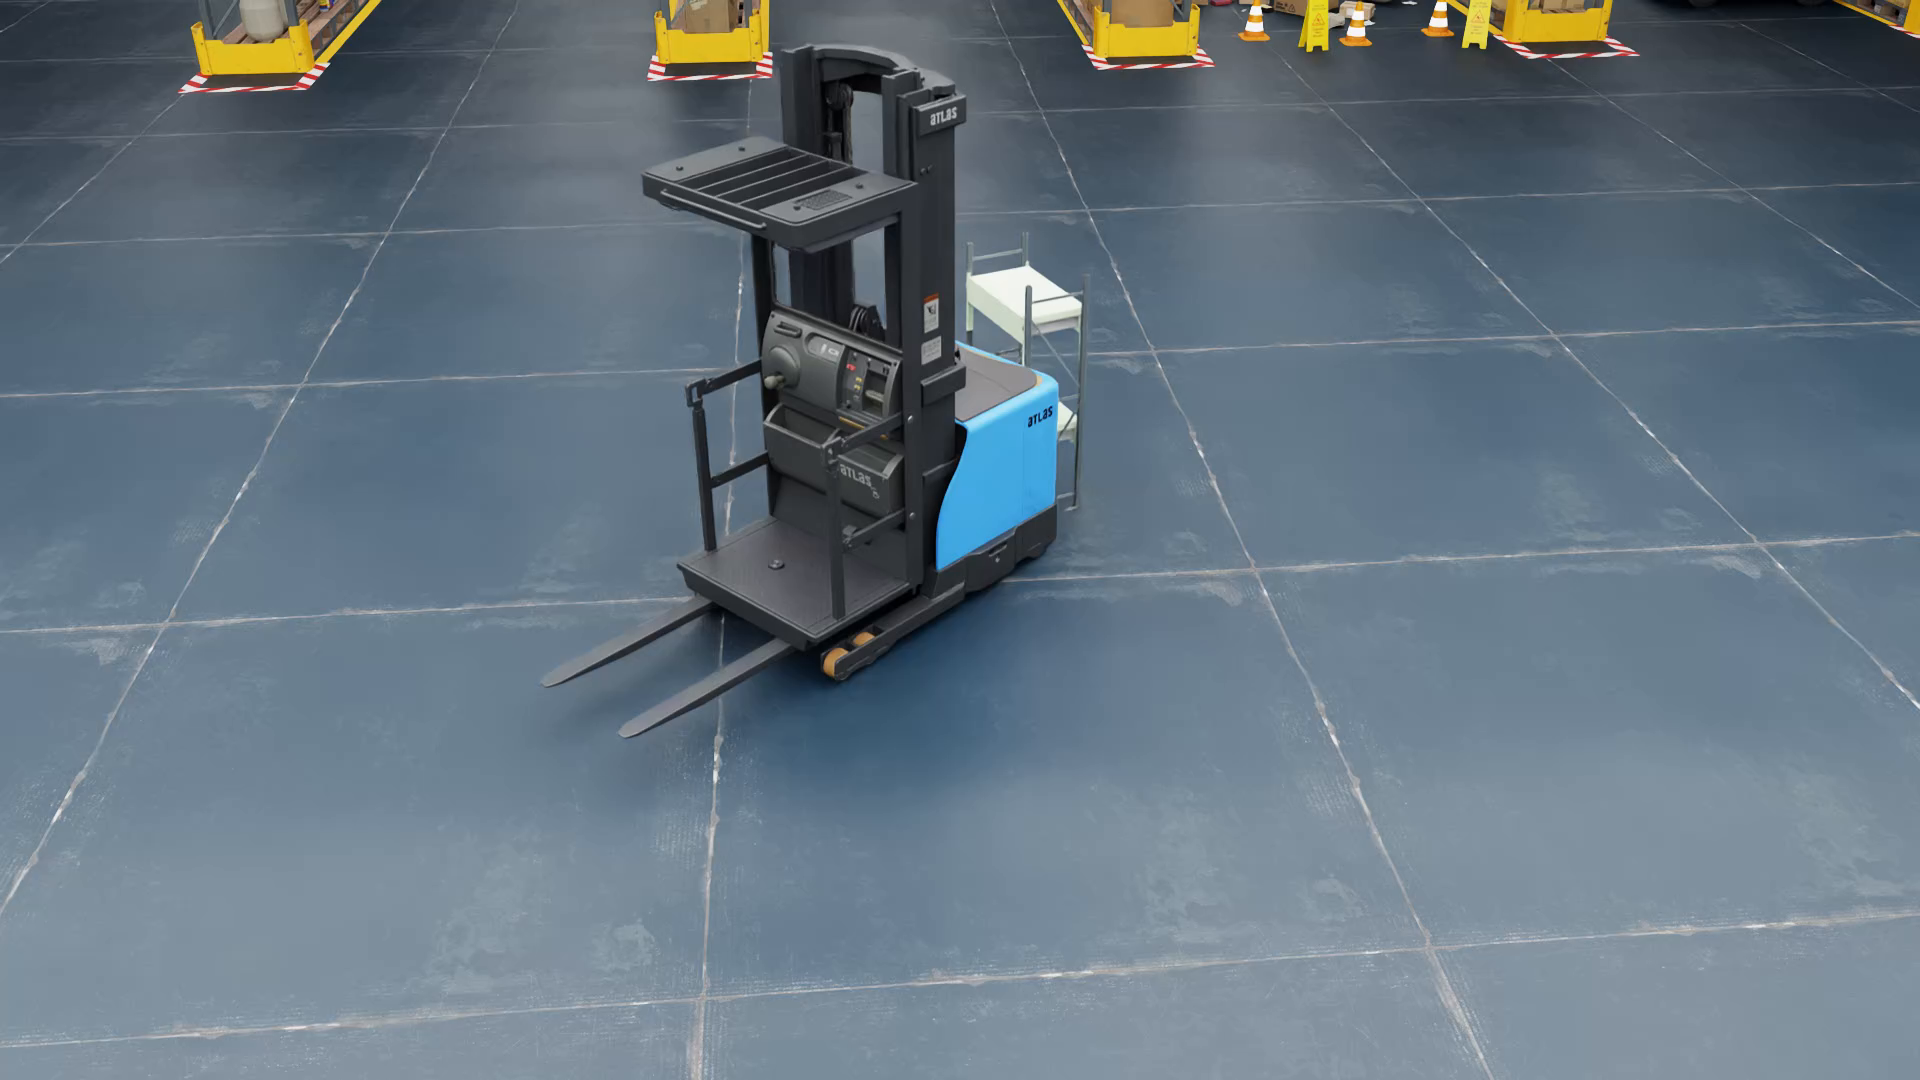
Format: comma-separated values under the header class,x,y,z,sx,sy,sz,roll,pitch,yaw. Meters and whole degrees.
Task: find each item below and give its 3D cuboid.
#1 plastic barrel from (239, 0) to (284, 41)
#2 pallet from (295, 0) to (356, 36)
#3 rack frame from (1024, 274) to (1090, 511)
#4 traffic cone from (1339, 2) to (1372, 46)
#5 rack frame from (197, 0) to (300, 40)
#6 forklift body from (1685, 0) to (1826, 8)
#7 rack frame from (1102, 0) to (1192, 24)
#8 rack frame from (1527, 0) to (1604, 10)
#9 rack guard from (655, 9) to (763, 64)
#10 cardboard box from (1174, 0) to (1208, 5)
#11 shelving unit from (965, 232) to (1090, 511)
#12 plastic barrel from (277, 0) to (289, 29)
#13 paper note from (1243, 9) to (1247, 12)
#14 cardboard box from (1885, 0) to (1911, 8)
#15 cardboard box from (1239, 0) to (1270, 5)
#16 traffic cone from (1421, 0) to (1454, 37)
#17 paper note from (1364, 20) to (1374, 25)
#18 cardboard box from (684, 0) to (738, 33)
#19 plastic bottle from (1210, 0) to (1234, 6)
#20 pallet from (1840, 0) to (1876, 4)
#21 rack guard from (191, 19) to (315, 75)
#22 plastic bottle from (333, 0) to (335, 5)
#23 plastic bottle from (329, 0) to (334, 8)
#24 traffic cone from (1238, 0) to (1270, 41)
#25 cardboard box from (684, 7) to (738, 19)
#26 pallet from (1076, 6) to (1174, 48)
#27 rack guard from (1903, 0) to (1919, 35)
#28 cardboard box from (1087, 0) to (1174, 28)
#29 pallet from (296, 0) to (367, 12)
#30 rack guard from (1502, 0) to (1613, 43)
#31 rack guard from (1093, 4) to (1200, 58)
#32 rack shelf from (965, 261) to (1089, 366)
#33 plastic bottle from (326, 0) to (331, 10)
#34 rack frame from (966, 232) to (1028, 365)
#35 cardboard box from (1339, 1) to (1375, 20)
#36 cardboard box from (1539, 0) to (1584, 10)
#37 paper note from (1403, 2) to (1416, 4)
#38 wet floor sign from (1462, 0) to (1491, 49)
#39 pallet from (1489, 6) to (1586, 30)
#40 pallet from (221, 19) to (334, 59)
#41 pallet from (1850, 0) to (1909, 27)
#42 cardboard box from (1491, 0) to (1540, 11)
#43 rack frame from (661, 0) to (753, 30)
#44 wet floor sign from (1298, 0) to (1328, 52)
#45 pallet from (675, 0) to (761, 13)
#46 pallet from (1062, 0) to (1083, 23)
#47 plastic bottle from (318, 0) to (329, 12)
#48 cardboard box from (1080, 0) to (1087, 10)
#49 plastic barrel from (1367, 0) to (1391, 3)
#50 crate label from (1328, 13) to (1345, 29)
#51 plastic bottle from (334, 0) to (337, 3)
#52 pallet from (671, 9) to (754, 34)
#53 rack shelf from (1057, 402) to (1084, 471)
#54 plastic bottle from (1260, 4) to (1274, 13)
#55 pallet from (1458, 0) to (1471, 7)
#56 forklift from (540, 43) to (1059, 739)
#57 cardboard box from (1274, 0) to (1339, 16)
class,x,y,z,sx,sy,sz,roll,pitch,yaw
plastic barrel,-7.892,-5.934,18.776,0.421,0.512,0.421,0,31,0
pallet,-7.990,-6.365,20.201,1.003,0.211,1.213,-3,31,-5
rack frame,0.544,-0.799,9.626,0.400,1.500,0.023,-14,34,-22
traffic cone,4.645,-6.043,19.417,0.336,0.463,0.334,-3,31,-5
rack frame,-7.755,-6.490,17.690,1.000,3.000,0.127,-3,31,-5
forklift body,9.991,-7.958,20.975,2.313,2.155,1.214,-3,31,-5
rack frame,2.124,-6.913,18.398,1.000,3.000,0.127,-3,31,-5
rack frame,7.043,-7.202,18.882,1.000,3.000,0.127,-3,31,-5
rack guard,-2.831,-5.692,18.793,1.175,0.500,0.348,-3,31,-5
cardboard box,2.917,-7.140,21.213,0.500,0.500,0.500,2,31,4
shelving unit,0.382,-0.968,9.907,0.431,1.500,0.755,-14,34,-22
plastic barrel,-7.939,-6.190,19.205,0.421,0.512,0.421,0,31,0
paper note,3.565,-6.647,20.868,0.032,0.001,0.123,13,33,21
cardboard box,11.626,-6.666,20.257,0.500,0.250,0.500,-3,31,-4
cardboard box,3.745,-6.992,21.197,0.396,0.266,0.258,2,31,4
traffic cone,5.719,-6.270,19.796,0.336,0.463,0.334,-3,31,-5
paper note,4.973,-6.314,20.291,0.148,0.019,0.142,-14,33,-22
cardboard box,-2.865,-6.154,19.155,0.500,0.500,0.500,3,31,5
plastic bottle,3.336,-6.843,21.146,0.283,0.061,0.133,-14,33,-22
pallet,11.761,-7.254,21.689,1.003,0.211,1.213,-3,31,-5
rack guard,-7.809,-5.453,18.392,1.175,0.500,0.348,-3,31,-5
plastic bottle,-7.646,-6.623,20.144,0.097,0.271,0.097,0,31,0
plastic bottle,-7.617,-6.569,20.043,0.061,0.283,0.133,-2,31,-4
traffic cone,3.489,-6.163,19.617,0.336,0.463,0.334,-3,31,-5
cardboard box,-2.955,-6.457,19.663,0.500,0.500,0.500,5,31,8
pallet,1.972,-6.120,19.791,1.003,0.211,1.213,-3,31,-5
rack guard,11.987,-6.356,19.903,1.175,0.500,0.348,-3,31,-5
cardboard box,1.995,-6.524,19.410,0.875,0.875,0.875,-3,31,-4
pallet,-8.107,-6.990,21.246,1.003,0.211,1.213,-3,31,-5
rack guard,7.036,-6.167,19.588,1.175,0.500,0.348,-3,31,-5
rack guard,2.127,-5.827,19.019,1.175,0.500,0.348,-3,31,-5
rack shelf,0.382,-1.303,9.707,0.431,0.370,0.720,-14,34,-22
plastic bottle,-7.624,-6.471,19.957,0.097,0.201,0.097,0,31,0
rack frame,0.220,-1.136,10.189,0.400,1.500,0.023,-14,34,-22
cardboard box,4.910,-6.550,20.570,0.380,0.149,0.250,13,33,21
cardboard box,7.243,-6.627,20.191,0.500,0.250,0.500,-3,31,-5
paper note,5.735,-6.848,21.185,0.142,0.019,0.148,-14,33,-22
wet floor sign,5.996,-6.043,19.237,0.267,0.644,0.232,8,32,13
pallet,6.995,-6.460,20.359,1.003,0.211,1.213,-3,31,-5
pallet,-7.879,-5.744,19.161,1.003,0.211,1.213,-3,31,-5
pallet,11.872,-6.633,20.648,1.003,0.211,1.213,-3,31,-5
cardboard box,6.698,-6.614,20.169,0.500,0.250,0.500,-3,31,-5
rack frame,-2.823,-6.727,18.087,1.000,3.000,0.127,-3,31,-5
wet floor sign,4.098,-5.982,19.136,0.267,0.644,0.232,-8,32,-13
pallet,-2.982,-6.606,20.604,1.003,0.211,1.213,-3,31,-5
pallet,1.861,-6.742,20.831,1.003,0.211,1.213,-3,31,-5
plastic bottle,-7.614,-6.448,19.851,0.097,0.271,0.097,0,31,0
cardboard box,1.911,-6.973,20.162,0.875,0.875,0.875,-3,31,-5
plastic barrel,5.343,-7.078,21.186,0.512,0.421,0.421,20,36,29
crate label,4.510,-6.302,20.167,0.250,0.136,0.298,-20,36,-30
plastic bottle,-7.655,-6.674,20.230,0.097,0.271,0.097,0,31,0
pallet,-2.871,-5.985,19.564,1.003,0.211,1.213,-3,31,-5
rack shelf,0.382,-0.688,10.075,0.431,0.370,0.720,-14,34,-22
plastic bottle,3.806,-6.677,20.869,0.133,0.061,0.283,-14,33,-22
pallet,6.885,-7.081,21.399,1.003,0.211,1.213,-3,31,-5
forklift,-0.800,-0.831,8.282,1.130,2.935,3.031,25,39,35
cardboard box,4.359,-6.905,20.820,0.637,0.503,0.797,27,40,37
